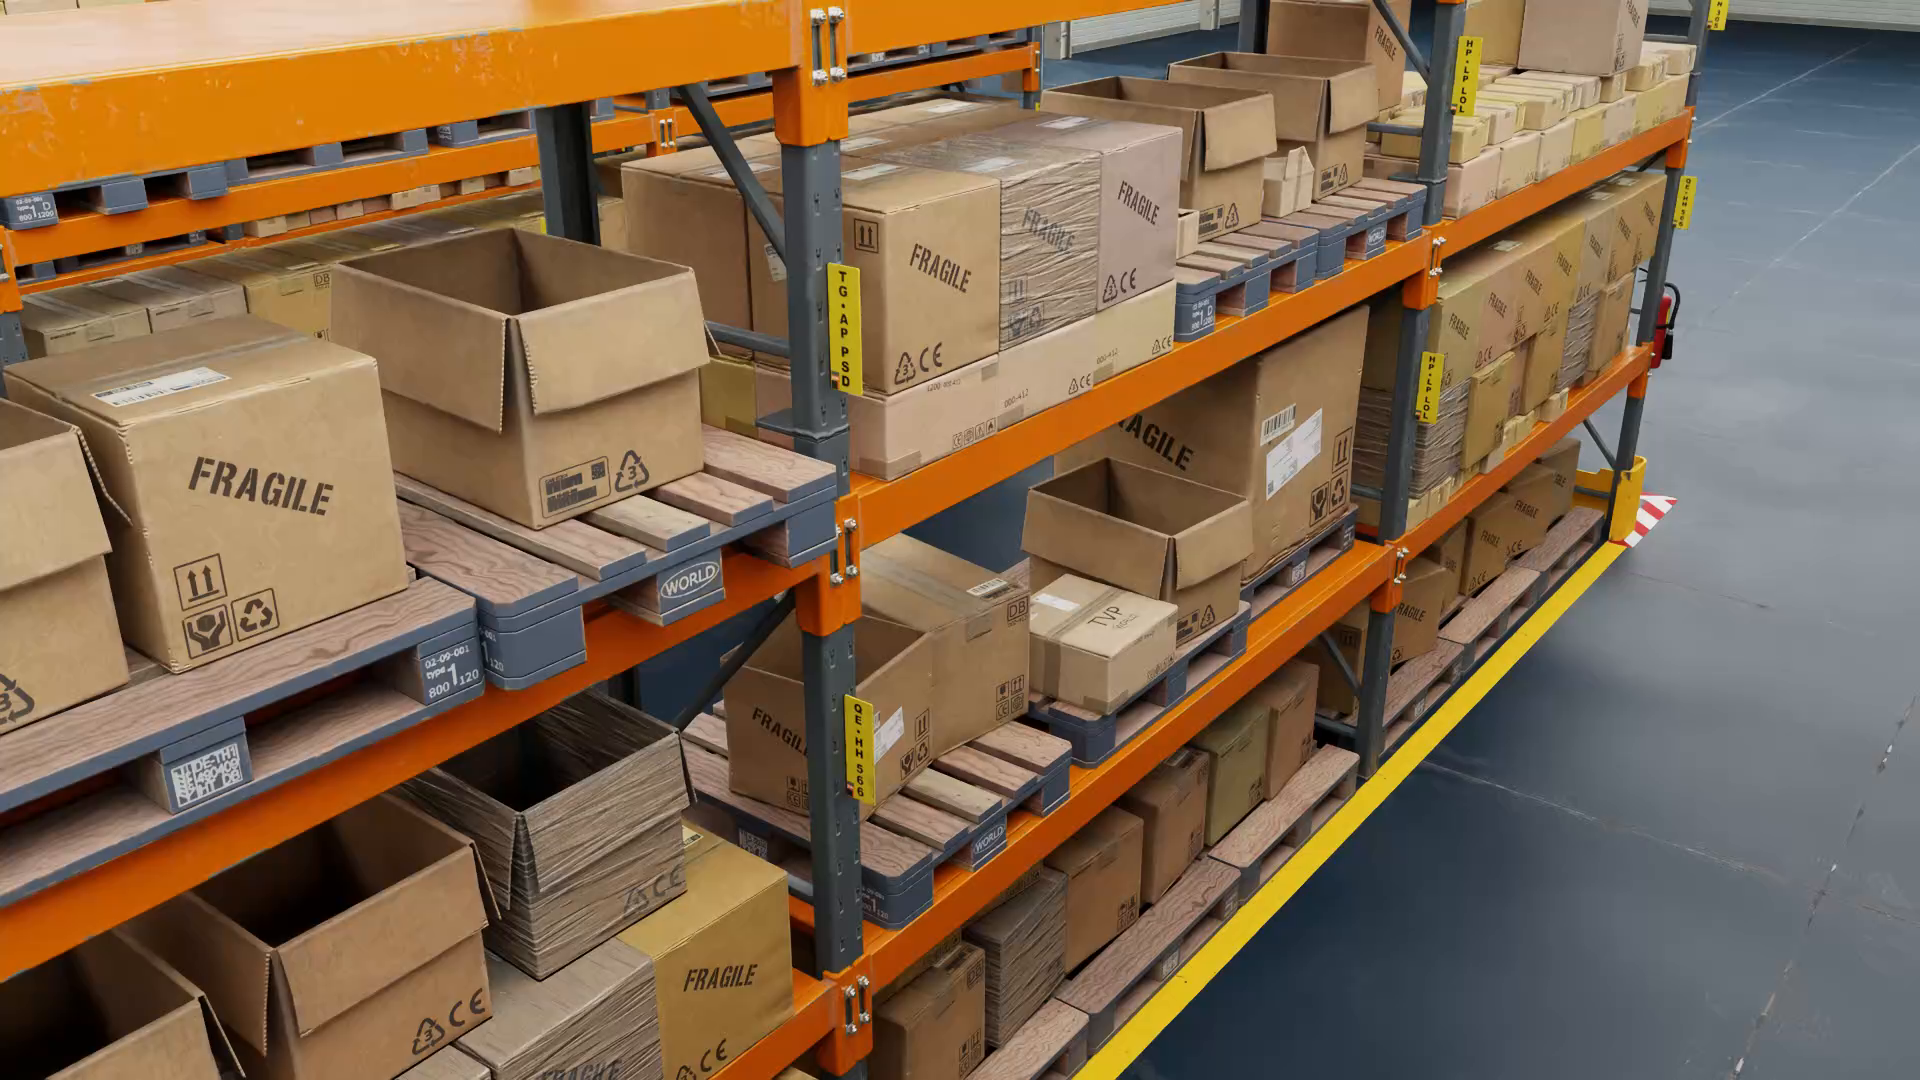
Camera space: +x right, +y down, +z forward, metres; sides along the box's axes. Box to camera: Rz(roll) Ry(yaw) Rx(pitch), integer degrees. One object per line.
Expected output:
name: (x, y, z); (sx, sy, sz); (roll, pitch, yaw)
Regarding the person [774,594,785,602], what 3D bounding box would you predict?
person: (-0.802, 0.056, 9.836); (0.880, 0.829, 0.441); (15, 28, 31)
